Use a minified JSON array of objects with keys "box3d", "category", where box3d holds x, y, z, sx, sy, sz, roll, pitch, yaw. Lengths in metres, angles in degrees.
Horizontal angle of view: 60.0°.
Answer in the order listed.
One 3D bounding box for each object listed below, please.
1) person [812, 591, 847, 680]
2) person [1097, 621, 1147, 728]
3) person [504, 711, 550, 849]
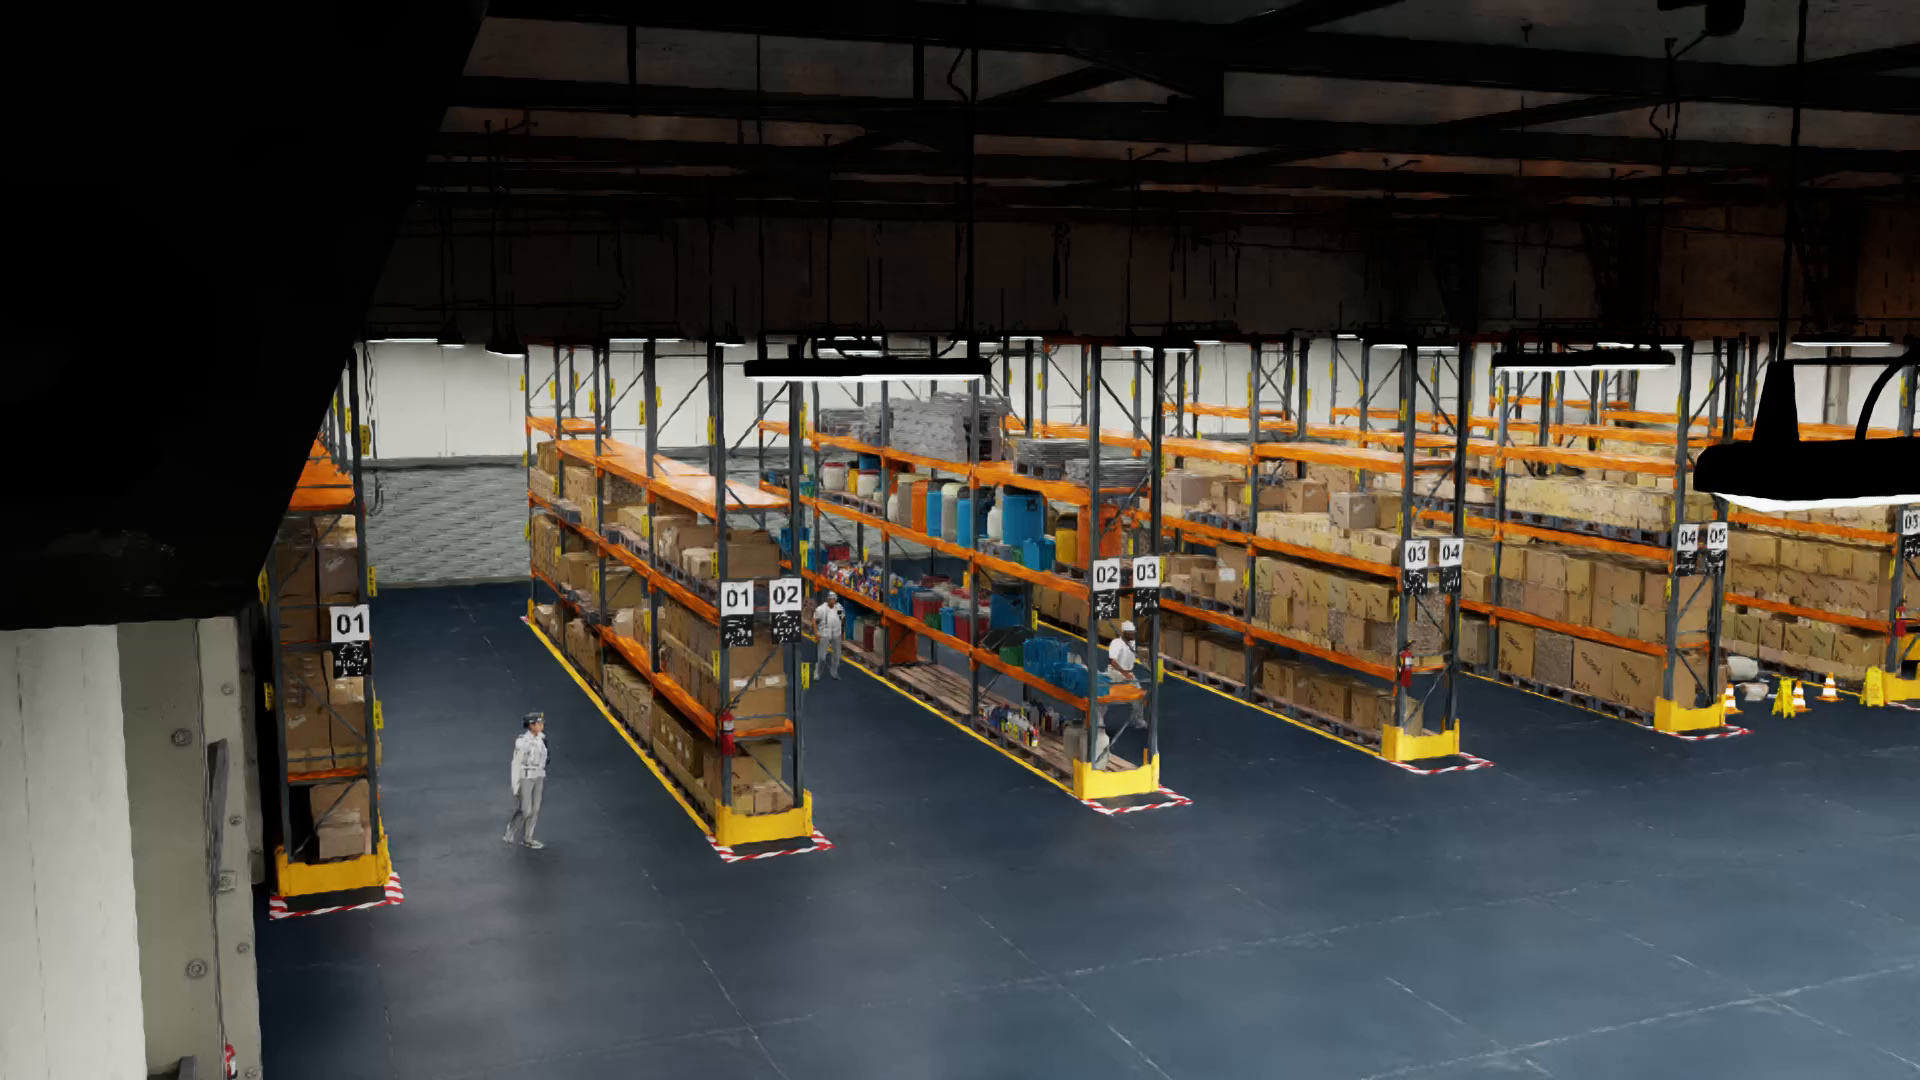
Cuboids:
[{"box3d":[-2.282,1.674,29.149,0.625,1.611,0.575,-3,8,-21],"category":"person"},{"box3d":[2.492,2.071,25.686,0.711,1.694,0.815,-7,10,-41],"category":"person"},{"box3d":[-5.205,2.866,19.949,0.519,1.671,0.533,4,9,30],"category":"person"}]
